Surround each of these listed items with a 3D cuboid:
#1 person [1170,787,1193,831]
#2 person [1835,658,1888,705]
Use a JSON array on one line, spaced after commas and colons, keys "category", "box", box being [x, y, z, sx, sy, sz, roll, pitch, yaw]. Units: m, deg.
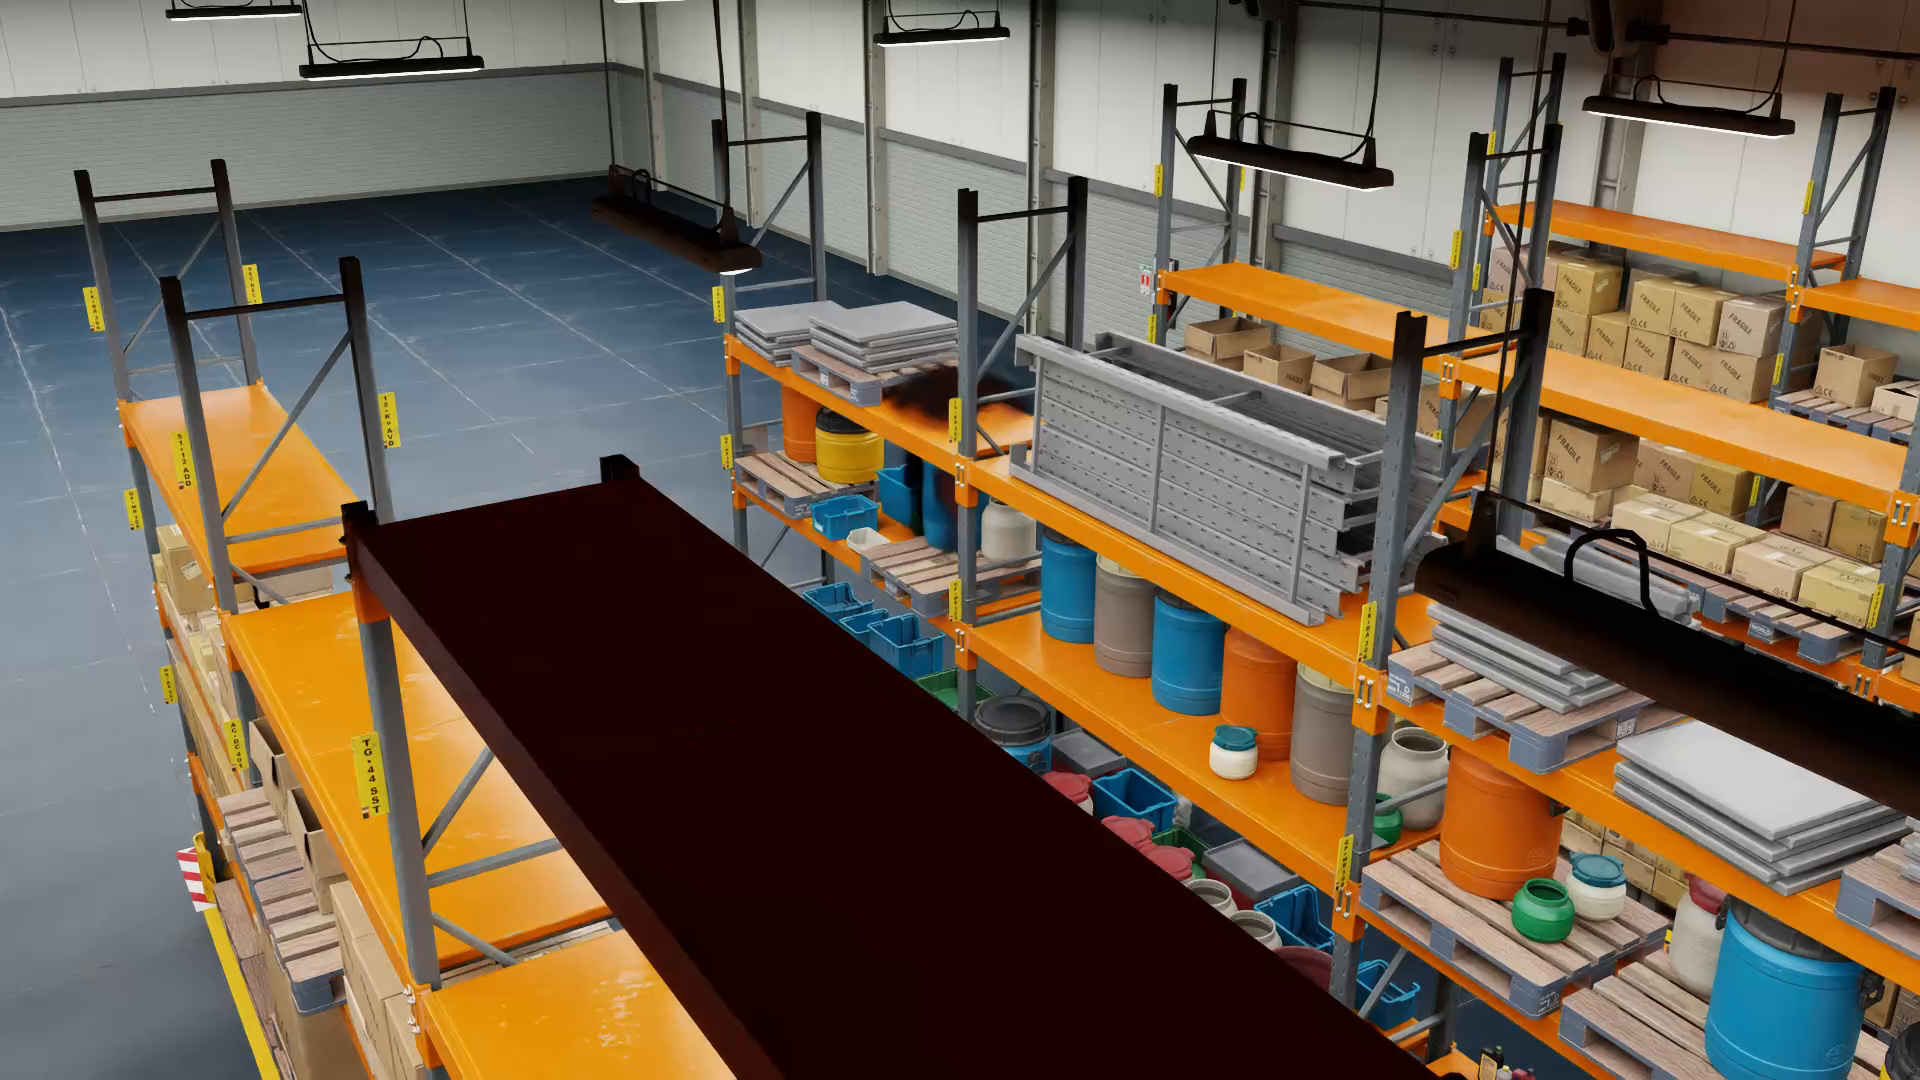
[{"category": "person", "box": [1.954, 1.806, 14.687, 0.457, 1.679, 0.535, 12, 25, 27]}, {"category": "person", "box": [8.358, 1.482, 15.474, 0.437, 1.642, 0.980, -17, 27, -36]}]
